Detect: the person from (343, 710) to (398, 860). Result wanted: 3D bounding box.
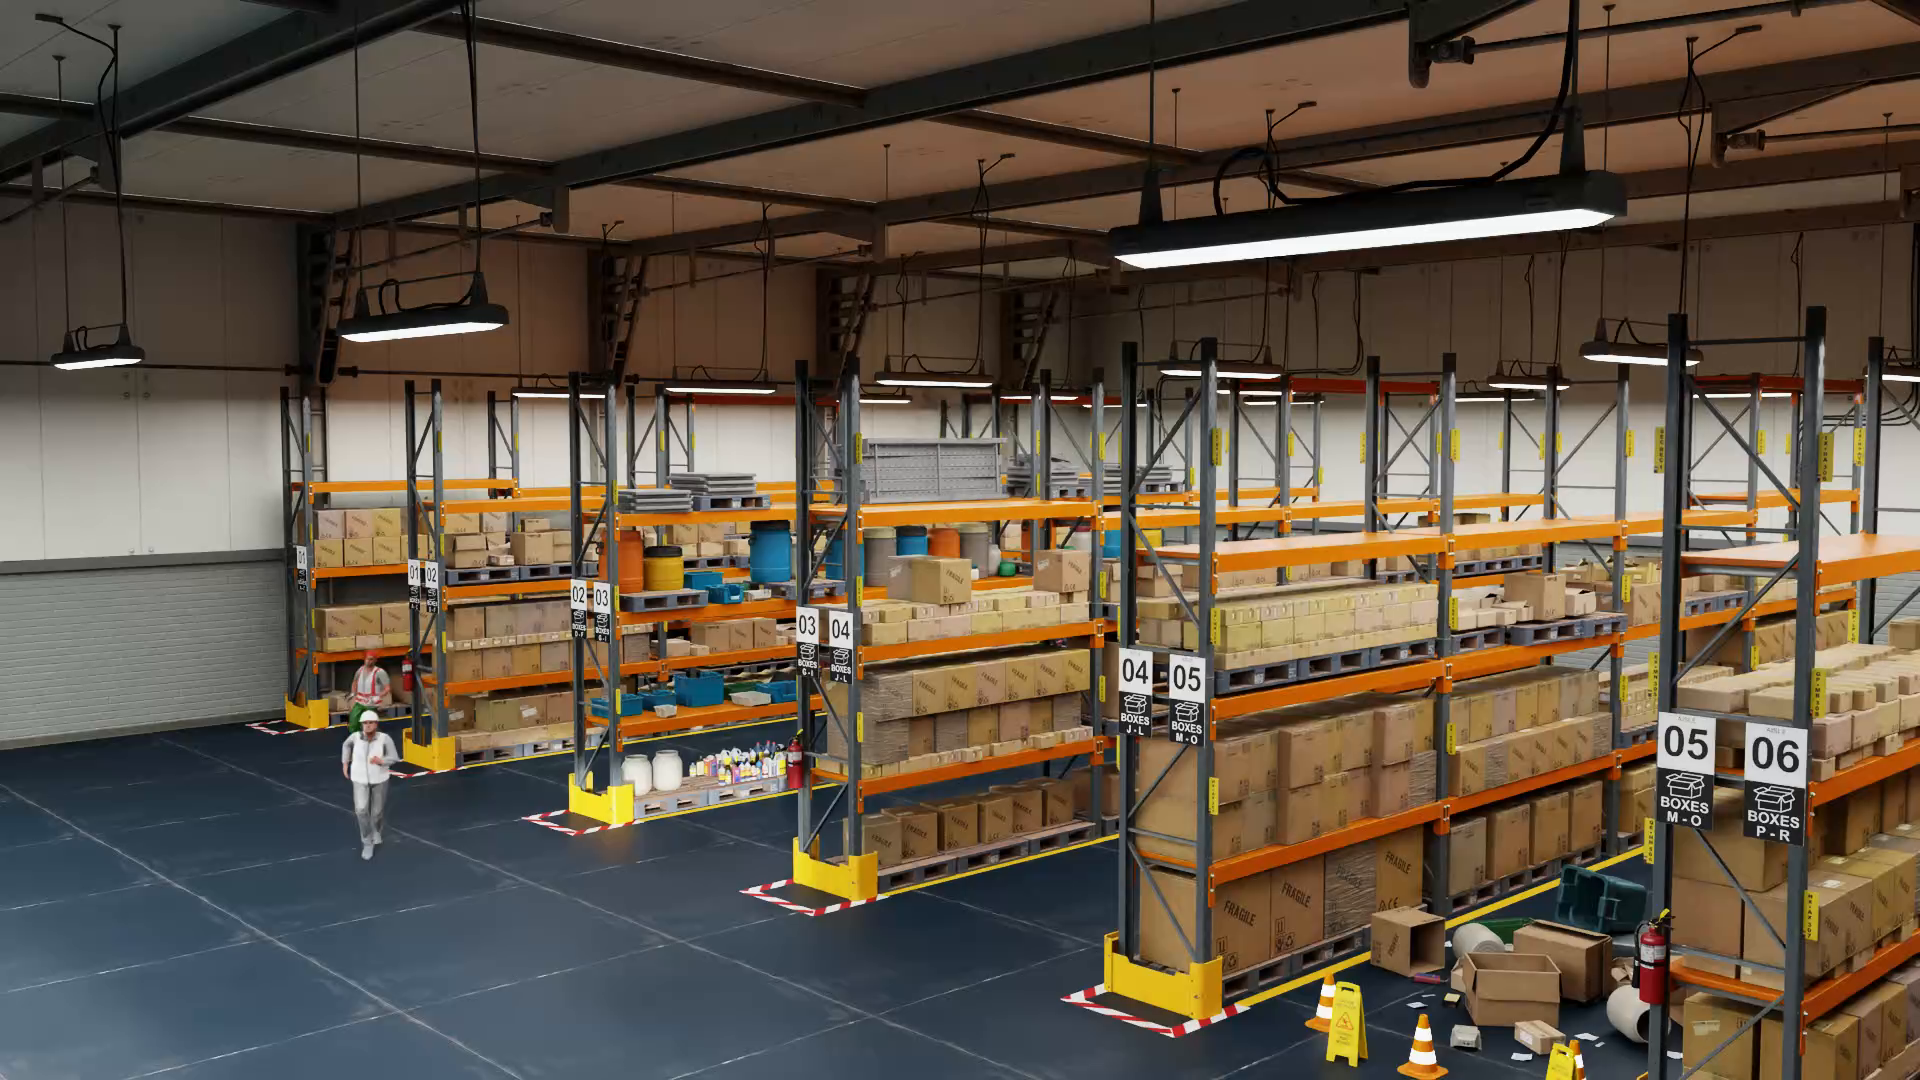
[{"bbox_3d":[-7.256,2.980,20.478,0.679,1.815,0.851,-1,4,-13],"label":"person"}]

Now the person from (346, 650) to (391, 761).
[{"bbox_3d":[-9.404,2.621,26.535,0.701,1.759,0.727,1,4,14],"label":"person"}]
